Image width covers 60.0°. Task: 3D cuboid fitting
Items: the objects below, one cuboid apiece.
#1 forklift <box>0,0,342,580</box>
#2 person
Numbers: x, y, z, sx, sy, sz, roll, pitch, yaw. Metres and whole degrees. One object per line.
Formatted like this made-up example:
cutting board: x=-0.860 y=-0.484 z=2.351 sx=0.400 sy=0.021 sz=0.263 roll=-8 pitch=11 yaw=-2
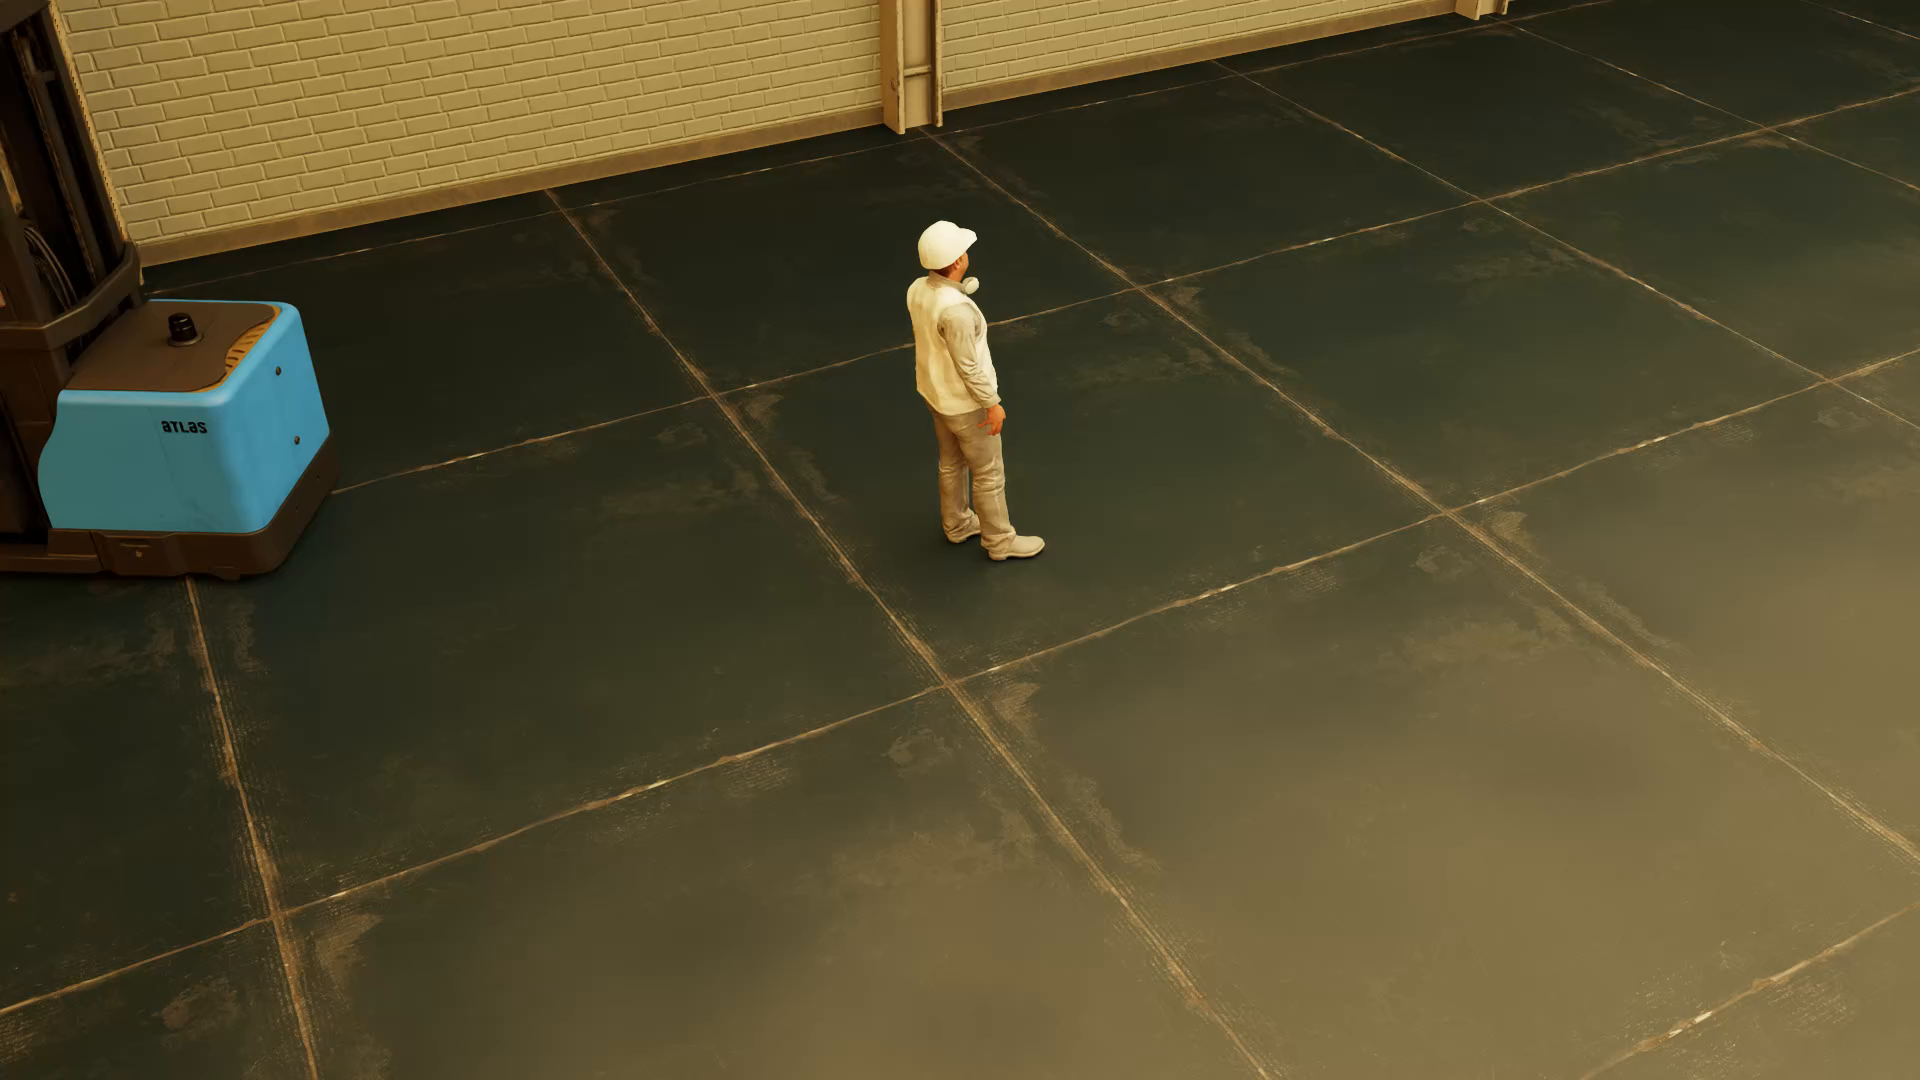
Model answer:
forklift: x=-4.905 y=-1.308 z=7.973 sx=3.031 sy=2.935 sz=1.130 roll=2 pitch=35 yaw=2
person: x=0.059 y=-0.744 z=8.165 sx=0.566 sy=1.775 sz=0.634 roll=-17 pitch=39 yaw=-23
